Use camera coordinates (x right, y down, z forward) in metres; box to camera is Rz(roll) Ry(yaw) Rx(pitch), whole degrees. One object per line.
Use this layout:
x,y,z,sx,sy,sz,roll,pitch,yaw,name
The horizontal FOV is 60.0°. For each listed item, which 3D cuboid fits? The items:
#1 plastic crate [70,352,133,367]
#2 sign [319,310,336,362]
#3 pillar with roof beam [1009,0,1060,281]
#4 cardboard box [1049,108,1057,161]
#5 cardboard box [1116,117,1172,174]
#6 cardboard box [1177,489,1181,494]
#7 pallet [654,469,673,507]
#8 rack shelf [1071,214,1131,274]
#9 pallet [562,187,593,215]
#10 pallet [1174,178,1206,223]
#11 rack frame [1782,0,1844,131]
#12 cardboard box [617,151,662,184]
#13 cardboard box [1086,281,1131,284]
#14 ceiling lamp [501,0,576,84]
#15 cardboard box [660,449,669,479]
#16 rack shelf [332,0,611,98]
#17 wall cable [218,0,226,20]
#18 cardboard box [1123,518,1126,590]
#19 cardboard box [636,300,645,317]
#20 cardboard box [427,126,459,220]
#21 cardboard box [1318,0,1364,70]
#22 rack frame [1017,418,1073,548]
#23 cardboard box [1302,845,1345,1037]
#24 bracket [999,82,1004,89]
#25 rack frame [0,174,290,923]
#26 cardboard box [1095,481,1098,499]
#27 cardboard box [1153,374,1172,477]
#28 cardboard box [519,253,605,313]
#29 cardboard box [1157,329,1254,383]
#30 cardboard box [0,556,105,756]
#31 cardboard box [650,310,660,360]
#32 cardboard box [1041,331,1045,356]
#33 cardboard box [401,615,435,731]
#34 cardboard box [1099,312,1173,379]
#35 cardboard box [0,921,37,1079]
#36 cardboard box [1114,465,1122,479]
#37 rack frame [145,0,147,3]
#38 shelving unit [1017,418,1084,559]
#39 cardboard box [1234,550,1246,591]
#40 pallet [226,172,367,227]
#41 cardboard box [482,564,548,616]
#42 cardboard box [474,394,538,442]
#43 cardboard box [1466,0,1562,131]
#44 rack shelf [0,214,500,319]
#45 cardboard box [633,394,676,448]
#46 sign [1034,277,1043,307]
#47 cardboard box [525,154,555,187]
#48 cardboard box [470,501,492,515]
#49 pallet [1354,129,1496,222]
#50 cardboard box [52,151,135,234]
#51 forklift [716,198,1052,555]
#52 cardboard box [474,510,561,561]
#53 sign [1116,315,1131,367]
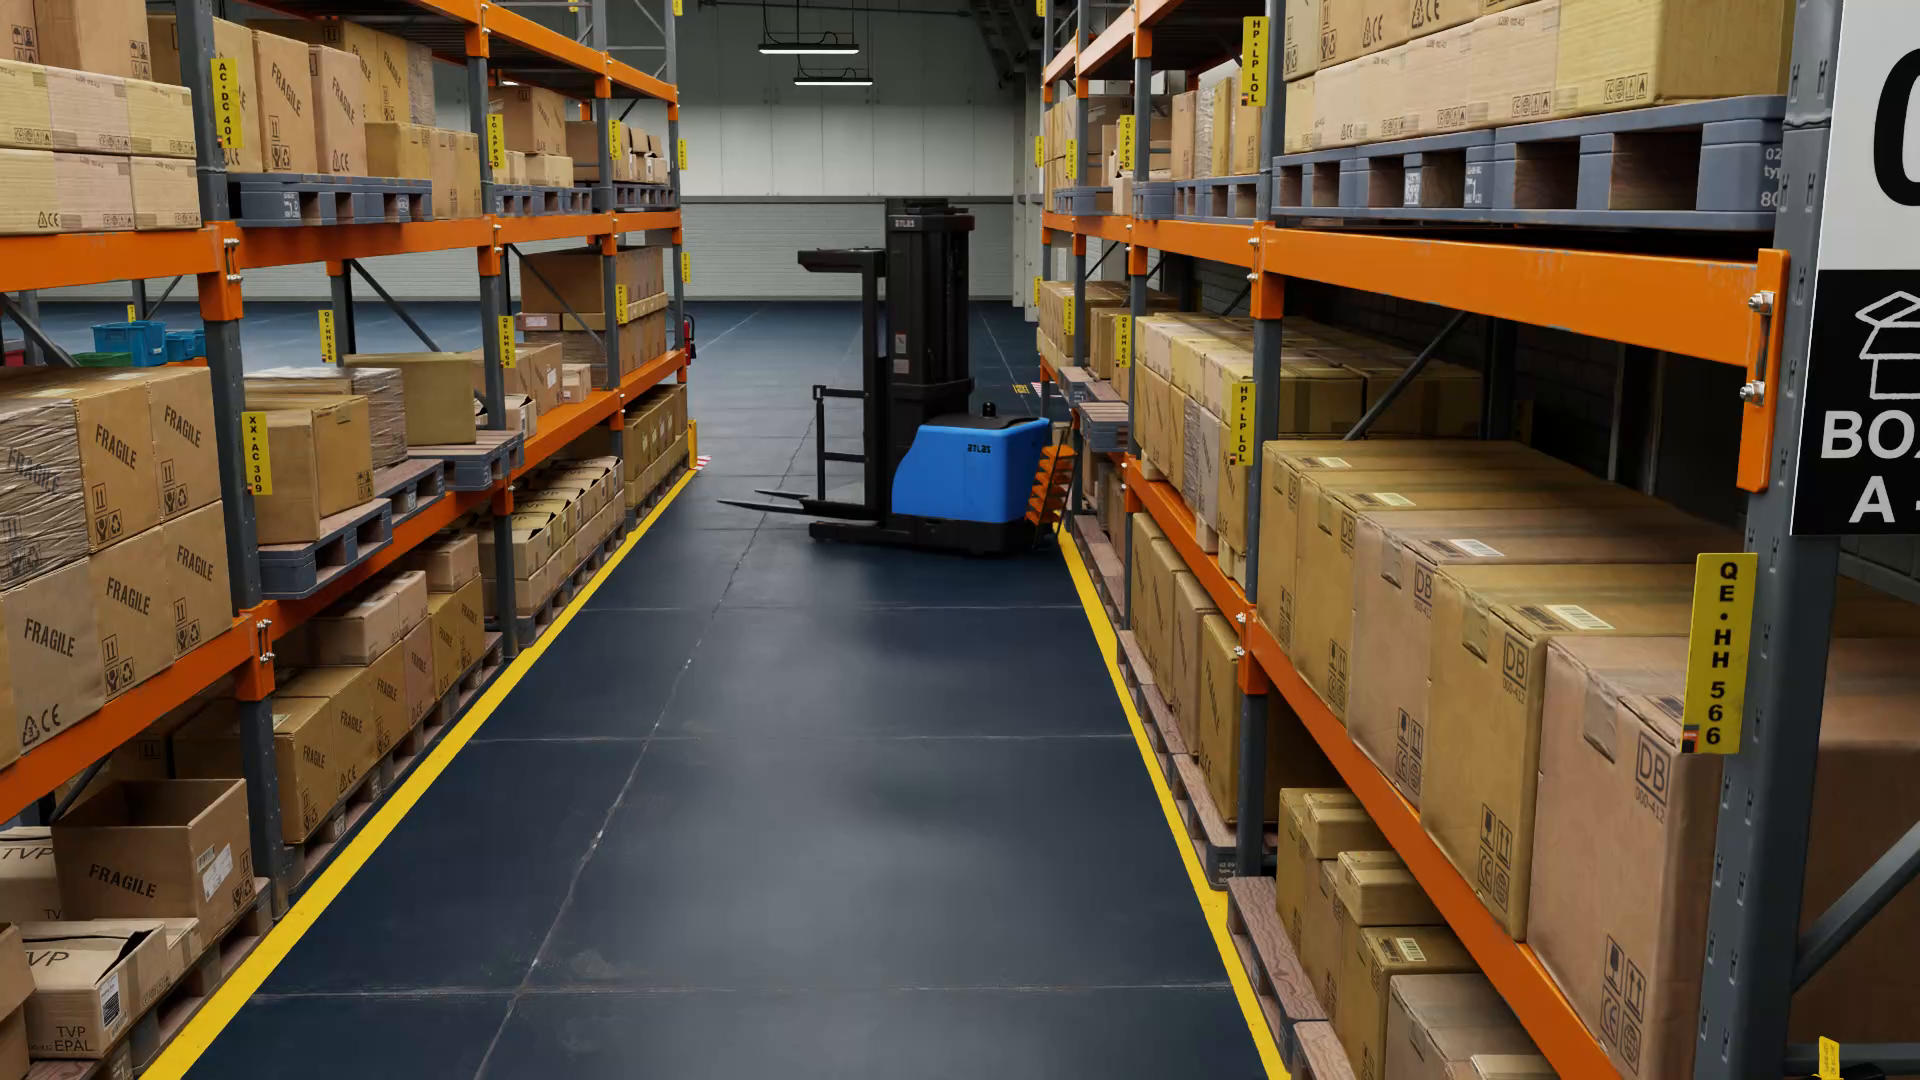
-8.159,-1.647,15.667,0.450,0.188,0.662,0,11,-1,plastic crate
-3.933,-1.269,10.358,0.100,0.325,0.005,0,11,-1,sign
-2.387,-8.681,34.715,9.100,9.000,0.548,0,11,-1,pillar with roof beam
1.156,-4.056,16.644,0.500,0.500,0.500,0,11,0,cardboard box
1.449,-2.892,12.416,0.500,0.500,0.500,-1,11,-3,cardboard box
1.410,-0.342,9.280,0.380,0.149,0.250,0,11,0,cardboard box
-3.463,-0.535,16.663,1.003,0.211,1.213,0,11,-1,pallet
1.533,-2.241,12.325,1.077,0.370,4.000,0,11,-1,rack shelf
-3.429,-2.701,13.264,0.805,0.209,1.217,-1,11,-3,pallet
1.667,-1.753,8.587,1.003,0.211,1.213,0,11,1,pallet
1.740,-2.076,2.157,1.000,3.000,0.127,0,11,-1,rack frame
-3.244,-3.657,16.314,0.500,0.311,0.500,1,12,6,cardboard box
1.632,-2.527,17.911,0.500,0.500,0.500,0,11,-2,cardboard box
-10.549,-13.126,41.945,2.000,3.185,0.800,0,11,-1,ceiling lamp
-3.194,-0.750,16.569,0.500,0.250,0.500,0,11,-1,cardboard box
-3.419,-3.494,11.962,1.077,0.370,4.000,0,11,-1,rack shelf
-22.764,-14.752,48.308,3.097,2.526,0.112,0,11,-1,wall cable
1.508,0.141,11.501,0.700,0.500,0.500,0,11,0,cardboard box
-3.310,-2.278,16.362,0.380,0.149,0.250,0,11,-2,cardboard box
-3.325,-2.036,9.253,0.910,0.500,0.500,0,11,-1,cardboard box
1.409,-1.704,5.055,0.500,0.500,0.500,0,11,-2,cardboard box
0.698,-0.460,13.665,0.240,1.200,0.006,-8,35,-33,rack frame
1.577,1.338,5.652,0.700,0.500,0.500,0,11,-2,cardboard box
1.256,-13.400,48.924,0.235,0.232,0.430,0,11,-1,bracket
-3.295,0.091,6.569,1.000,3.000,0.127,0,11,-1,rack frame
1.451,-0.454,15.273,0.380,0.166,0.250,-2,12,-9,cardboard box
1.340,-0.630,9.070,0.500,0.500,0.500,0,11,-1,cardboard box
-3.476,-2.273,14.703,0.700,0.500,0.500,0,11,-1,cardboard box
1.353,-1.000,9.009,0.500,0.250,0.500,0,11,-1,cardboard box
-3.003,0.344,5.066,0.500,0.500,0.500,0,11,0,cardboard box
-3.531,-2.147,17.344,0.700,0.500,0.500,0,11,0,cardboard box
1.127,-2.051,17.450,0.500,0.250,0.500,-1,11,-3,cardboard box
-3.096,0.697,8.760,0.500,0.500,0.500,-1,11,-3,cardboard box
1.473,-1.573,13.410,0.700,0.500,0.500,1,12,5,cardboard box
-3.251,1.472,4.932,0.797,0.503,0.637,0,11,-1,cardboard box
1.536,-0.645,13.489,0.500,0.250,0.500,0,11,-2,cardboard box
-8.495,-5.215,17.633,1.000,3.000,0.127,0,11,-1,rack frame
0.746,-0.414,13.602,0.258,1.200,0.189,-8,35,-33,shelving unit
1.367,0.117,7.021,0.380,0.149,0.250,0,11,-1,cardboard box
-3.238,-1.417,6.929,1.213,0.211,1.003,0,11,-1,pallet
-3.095,0.332,11.239,0.500,0.250,0.500,0,11,-1,cardboard box
-3.203,-0.840,11.377,0.500,0.311,0.500,0,11,-2,cardboard box
1.448,-1.035,3.640,0.500,0.250,0.500,-1,11,-3,cardboard box
-3.336,-1.425,8.302,1.077,0.370,4.000,0,11,-1,rack shelf
-3.199,-1.217,16.985,0.500,0.500,0.500,0,11,-1,cardboard box
0.867,-2.738,18.333,0.100,0.325,0.005,0,11,-1,sign
-3.443,-2.870,12.940,0.500,0.250,0.500,-1,12,-7,cardboard box
-3.660,-0.144,12.176,0.500,0.311,0.500,0,11,-2,cardboard box
1.686,-0.953,4.389,1.003,0.211,1.213,0,11,-1,pallet
-3.019,-1.111,5.324,0.500,0.250,0.500,0,11,-1,cardboard box
-0.740,-1.494,14.552,3.031,2.935,1.130,6,13,27,forklift
-3.114,-0.047,11.697,0.500,0.311,0.500,-1,11,-3,cardboard box
1.032,-1.250,10.464,0.100,0.325,0.005,0,11,-1,sign
